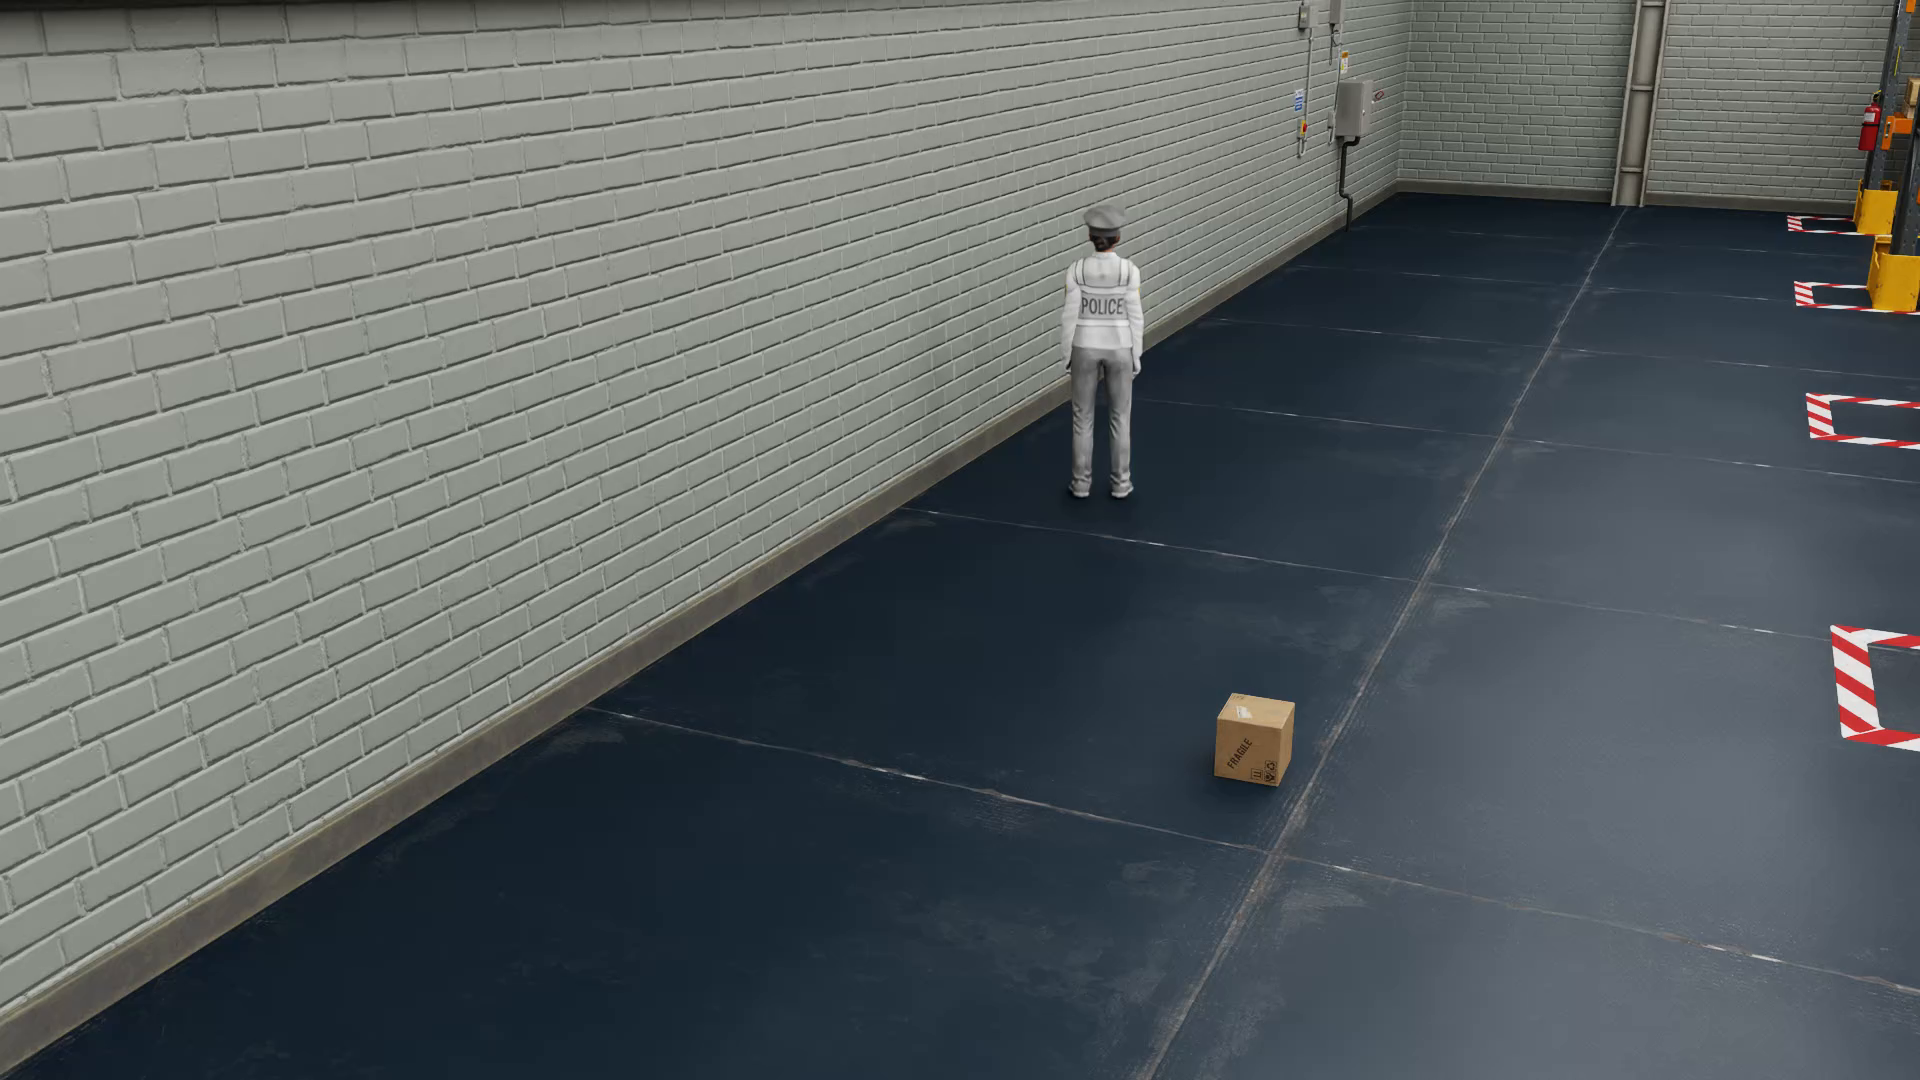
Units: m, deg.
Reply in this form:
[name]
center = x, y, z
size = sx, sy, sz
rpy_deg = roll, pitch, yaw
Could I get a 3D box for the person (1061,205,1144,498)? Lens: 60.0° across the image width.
[person]
center = 0.816, -1.072, 9.594
size = 0.470, 1.689, 0.342
rpy_deg = 2, 19, 5
